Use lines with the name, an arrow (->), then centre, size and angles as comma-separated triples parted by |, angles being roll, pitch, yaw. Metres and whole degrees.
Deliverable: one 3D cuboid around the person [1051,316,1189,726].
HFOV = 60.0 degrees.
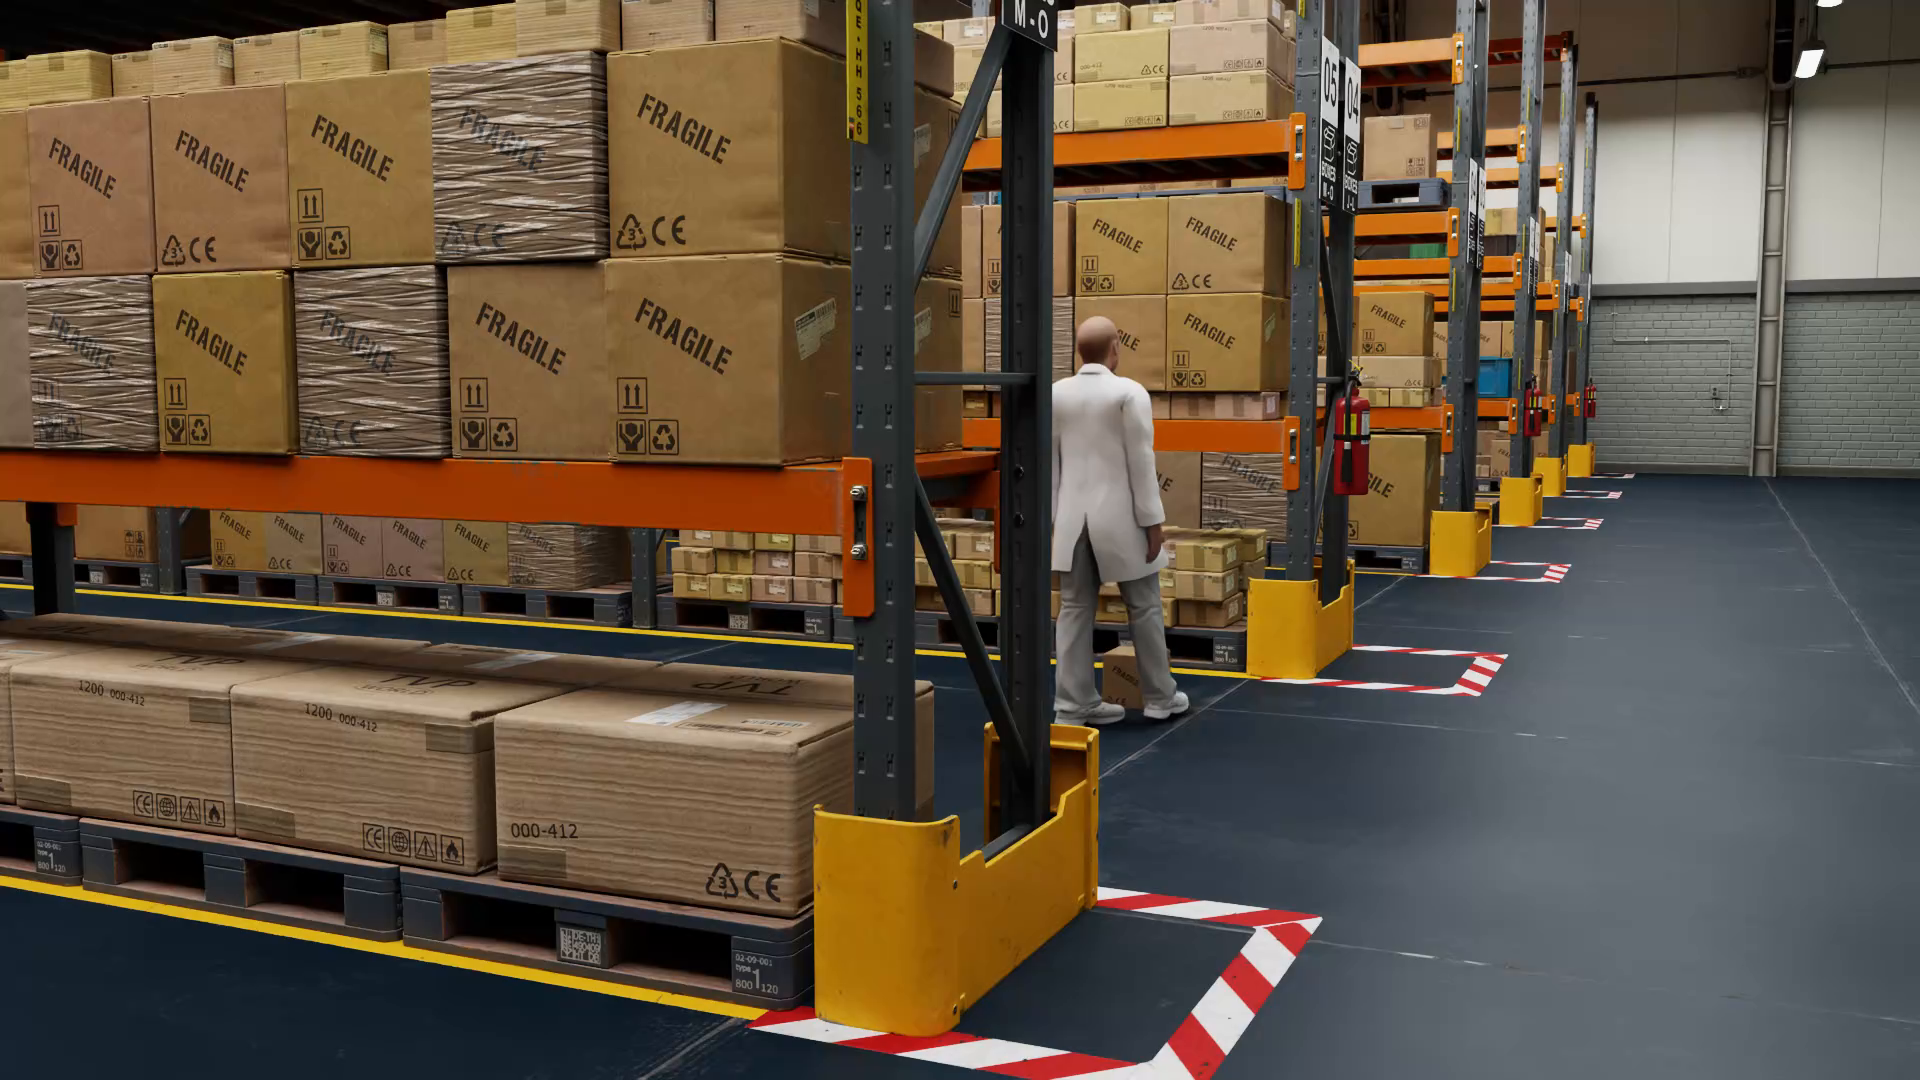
person -> -2.744, -0.817, 15.008 | 14.618, 1.777, 10.118 | 3, 6, 32
